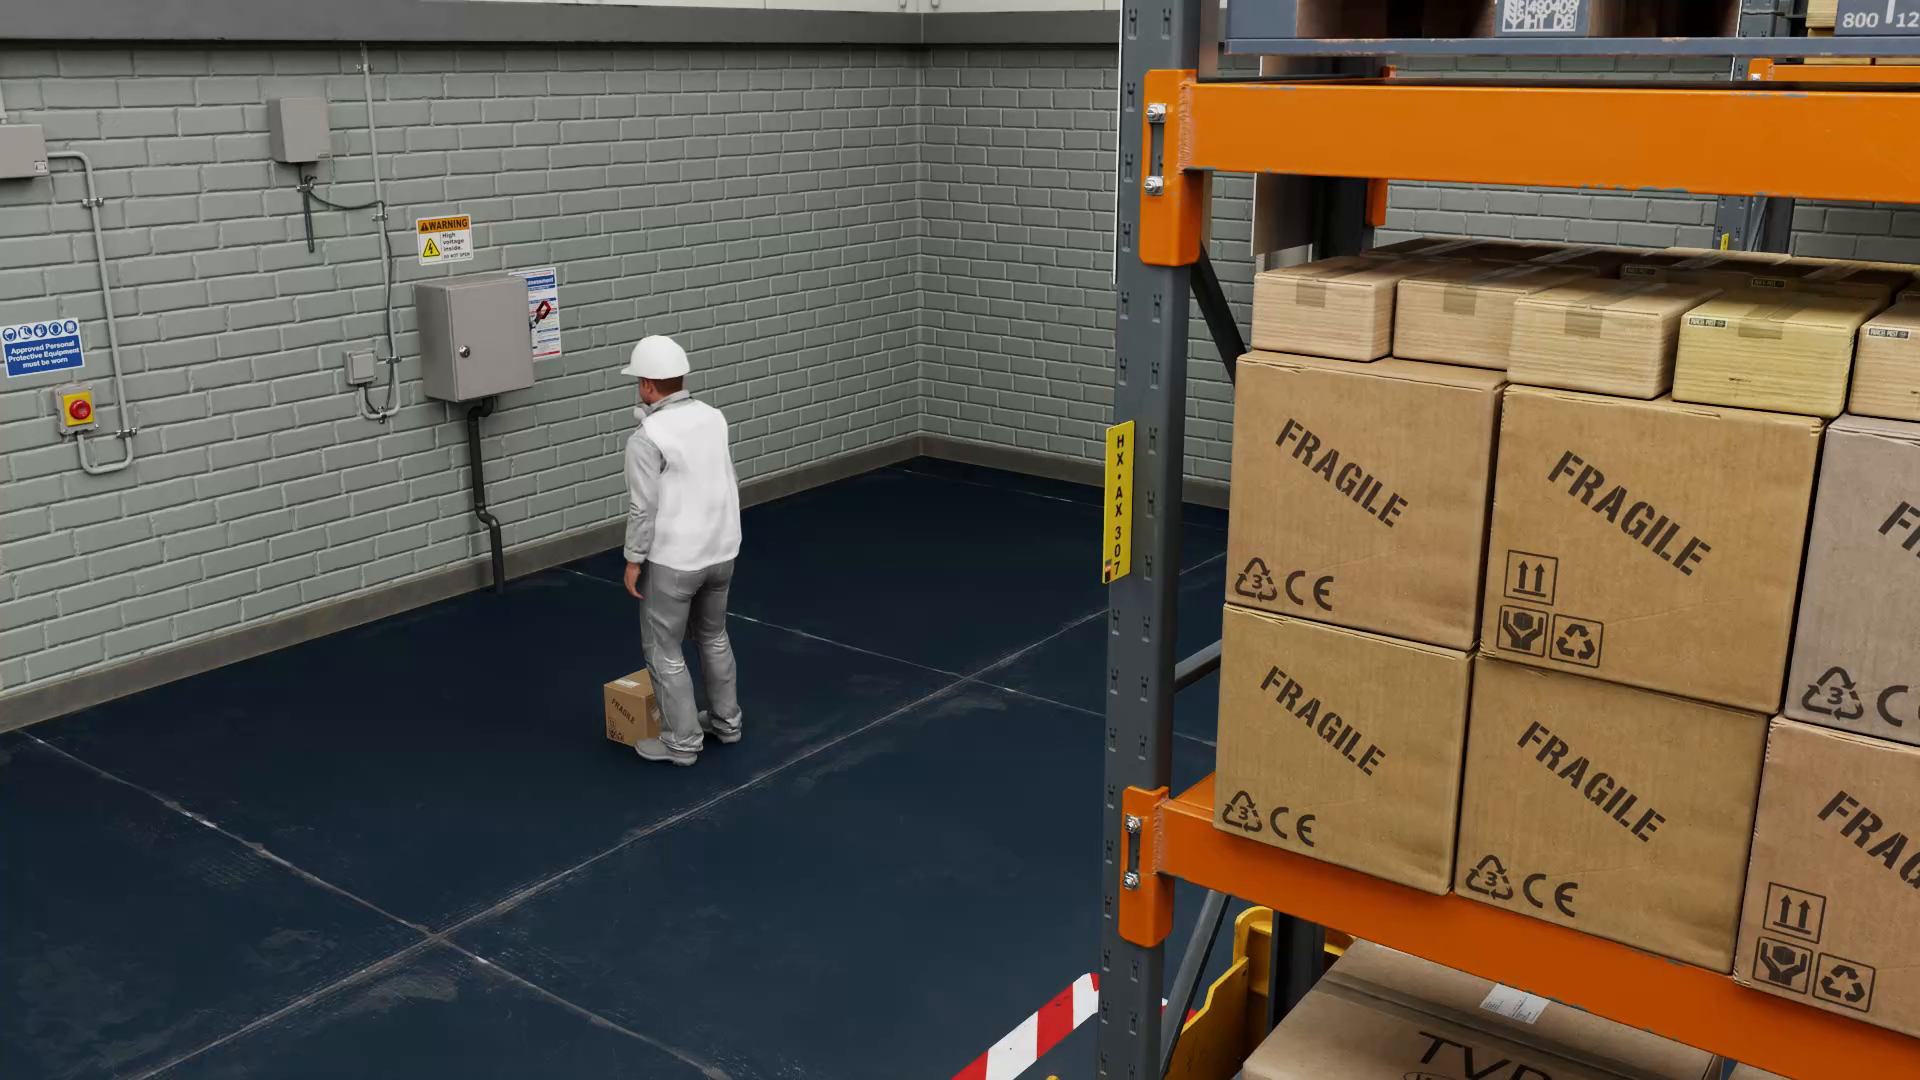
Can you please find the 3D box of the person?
[{"bbox_3d":[-1.145,0.043,6.843,0.462,1.772,0.580,12,20,35],"label":"person"}]
